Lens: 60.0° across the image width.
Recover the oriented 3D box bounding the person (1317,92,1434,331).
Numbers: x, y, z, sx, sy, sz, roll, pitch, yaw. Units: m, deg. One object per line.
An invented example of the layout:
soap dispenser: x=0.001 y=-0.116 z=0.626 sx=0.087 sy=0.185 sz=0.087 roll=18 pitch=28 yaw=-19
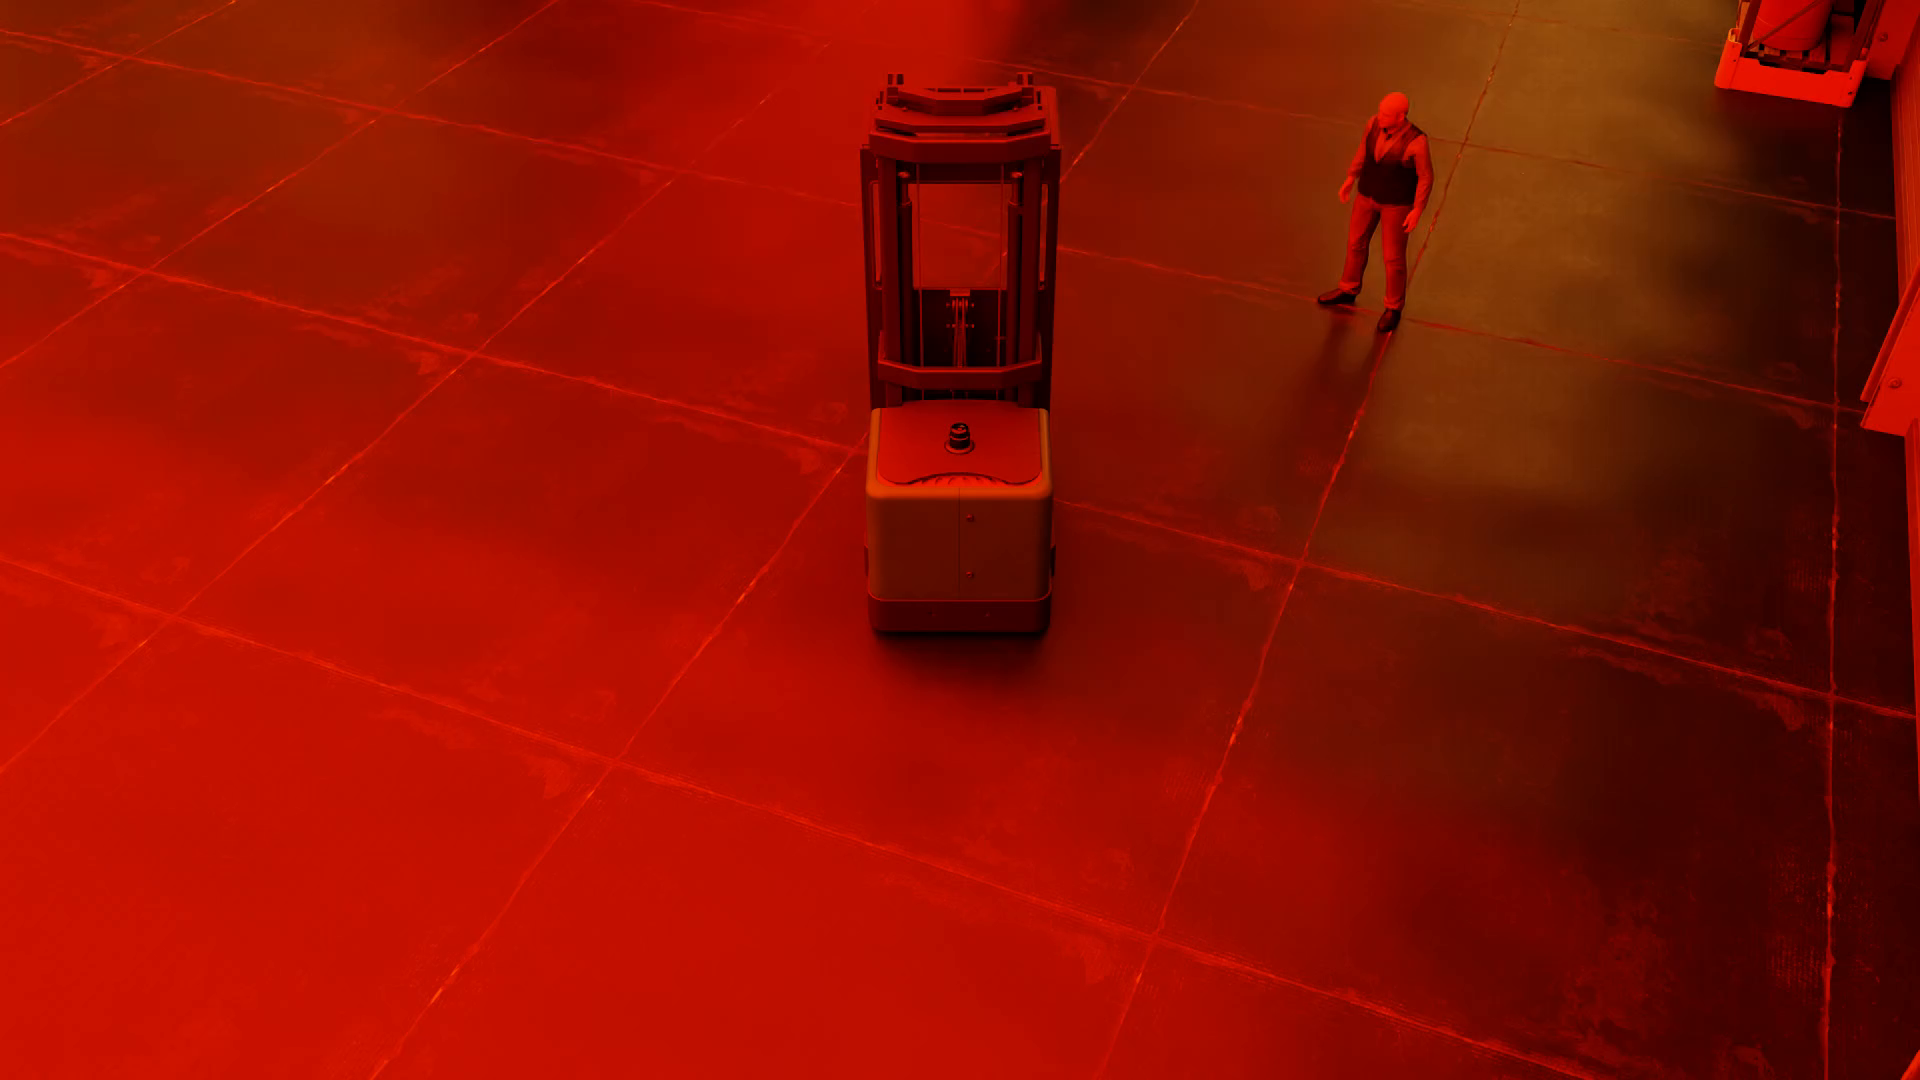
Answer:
person: x=3.006 y=-2.392 z=11.811 sx=0.453 sy=1.721 sz=0.686 roll=-28 pitch=47 yaw=-29

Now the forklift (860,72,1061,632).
forklift: x=0.002 y=-1.515 z=9.816 sx=1.130 sy=2.935 sz=3.031 roll=0 pitch=40 yaw=0
